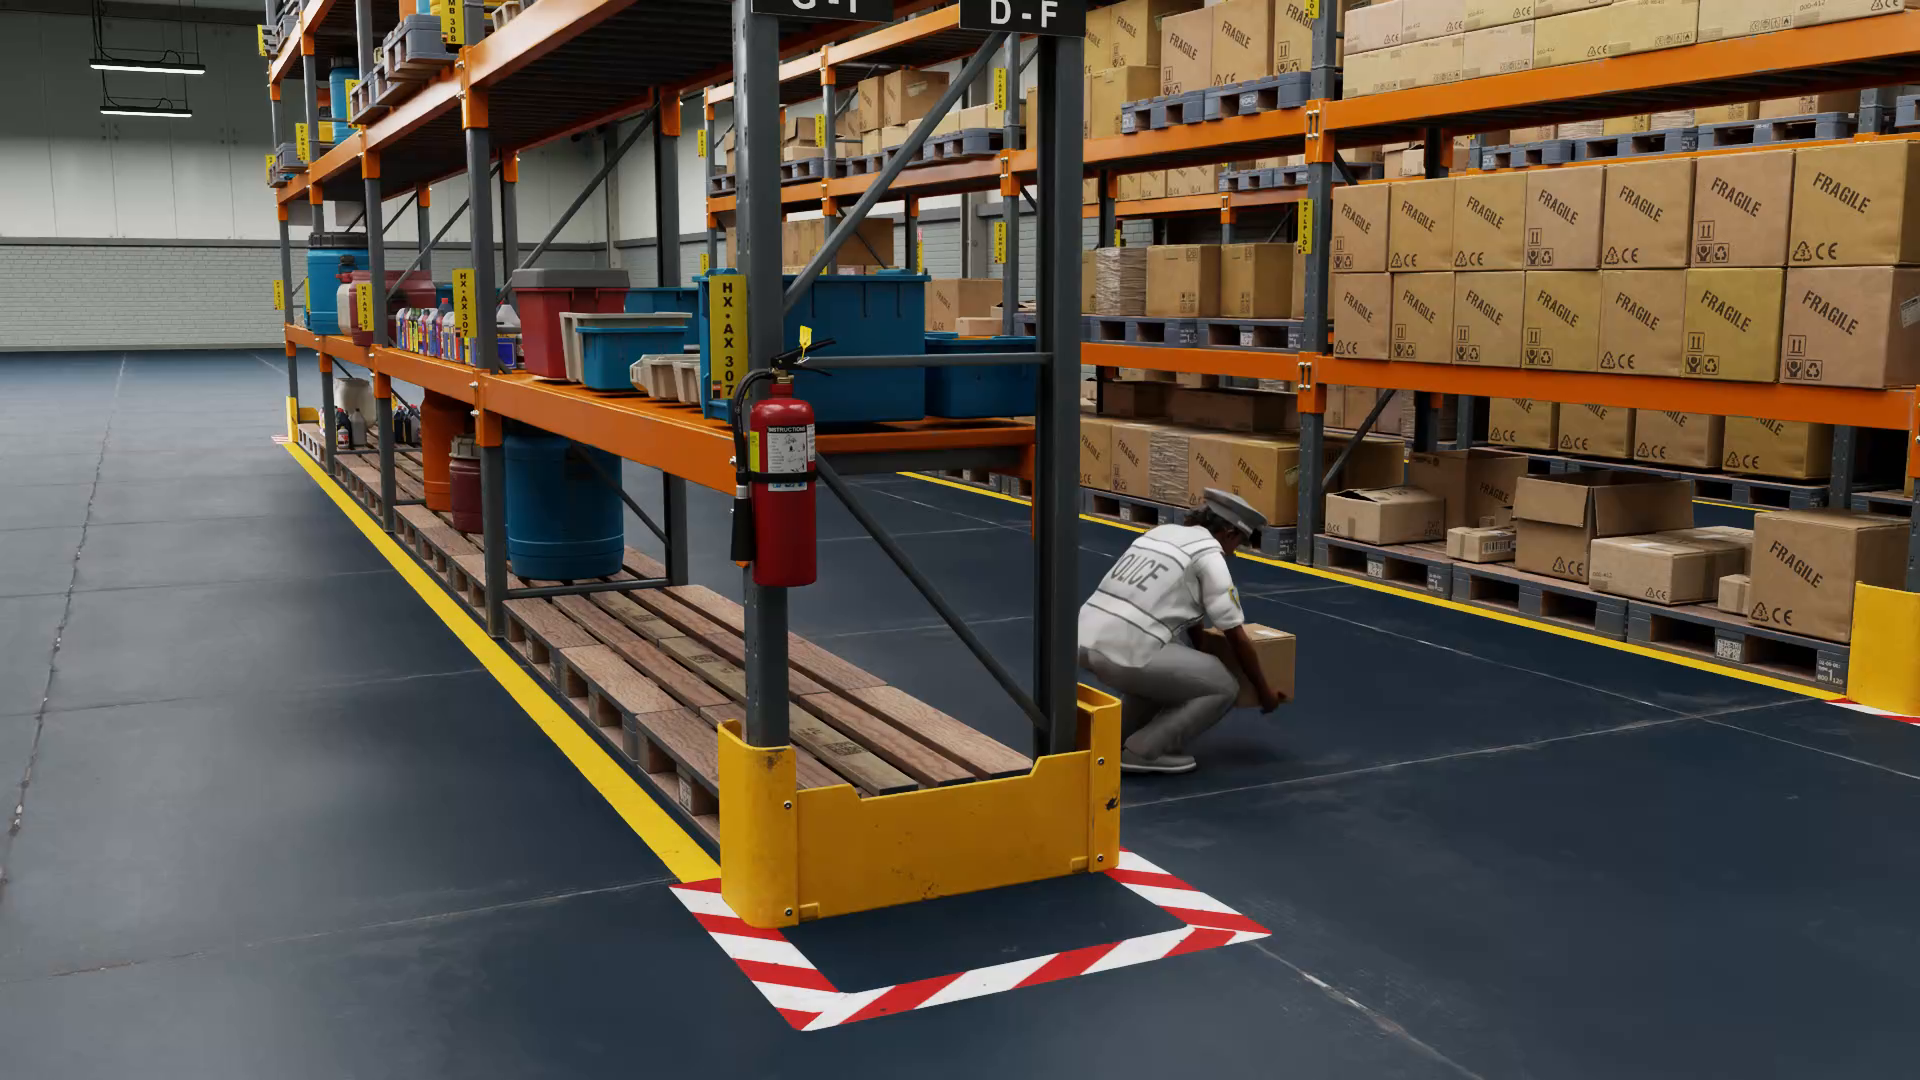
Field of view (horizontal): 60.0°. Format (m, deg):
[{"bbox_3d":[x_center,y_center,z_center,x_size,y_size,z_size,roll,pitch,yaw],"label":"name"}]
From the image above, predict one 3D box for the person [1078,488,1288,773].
[{"bbox_3d":[0.780,0.322,6.047,0.811,0.996,0.464,-3,9,-21],"label":"person"}]
